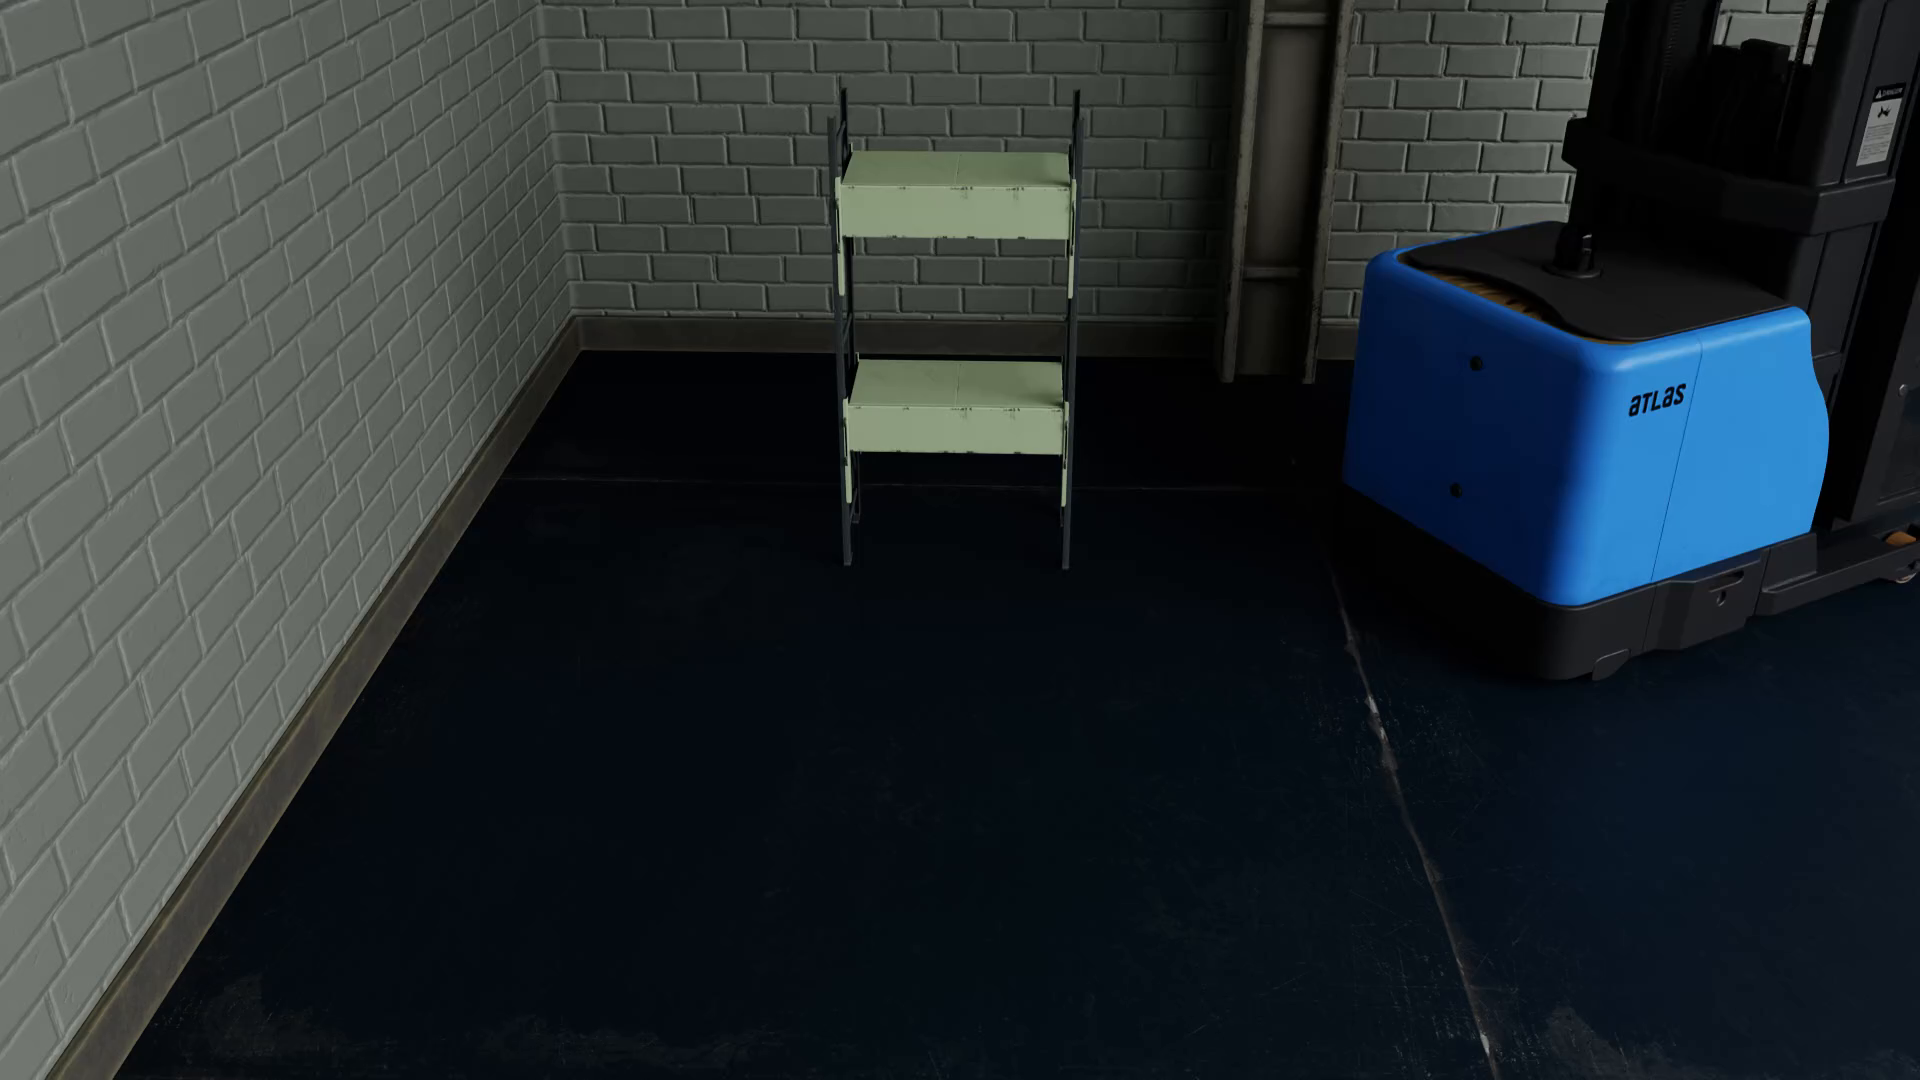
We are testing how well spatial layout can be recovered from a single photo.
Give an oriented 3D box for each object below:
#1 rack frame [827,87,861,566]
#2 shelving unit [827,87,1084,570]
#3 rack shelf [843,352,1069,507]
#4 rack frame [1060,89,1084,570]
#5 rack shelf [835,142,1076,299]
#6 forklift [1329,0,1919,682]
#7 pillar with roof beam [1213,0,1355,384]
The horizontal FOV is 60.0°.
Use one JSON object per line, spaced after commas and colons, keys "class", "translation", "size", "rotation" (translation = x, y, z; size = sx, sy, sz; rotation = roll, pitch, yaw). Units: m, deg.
{"class": "rack frame", "translation": [-0.372, -0.669, 5.410], "size": [0.023, 1.500, 0.400], "rotation": [1, 28, 2]}
{"class": "shelving unit", "translation": [-0.007, -0.663, 5.399], "size": [0.755, 1.500, 0.431], "rotation": [1, 28, 2]}
{"class": "rack shelf", "translation": [-0.007, -0.375, 5.552], "size": [0.720, 0.370, 0.431], "rotation": [1, 28, 2]}
{"class": "rack frame", "translation": [0.359, -0.657, 5.388], "size": [0.023, 1.500, 0.400], "rotation": [1, 28, 2]}
{"class": "rack shelf", "translation": [-0.007, -1.008, 5.216], "size": [0.720, 0.370, 0.431], "rotation": [1, 28, 2]}
{"class": "forklift", "translation": [2.784, -1.356, 5.179], "size": [3.031, 2.935, 1.130], "rotation": [-14, 31, -25]}
{"class": "pillar with roof beam", "translation": [1.145, -2.694, 1.225], "size": [0.400, 9.000, 9.100], "rotation": [1, 28, 2]}
